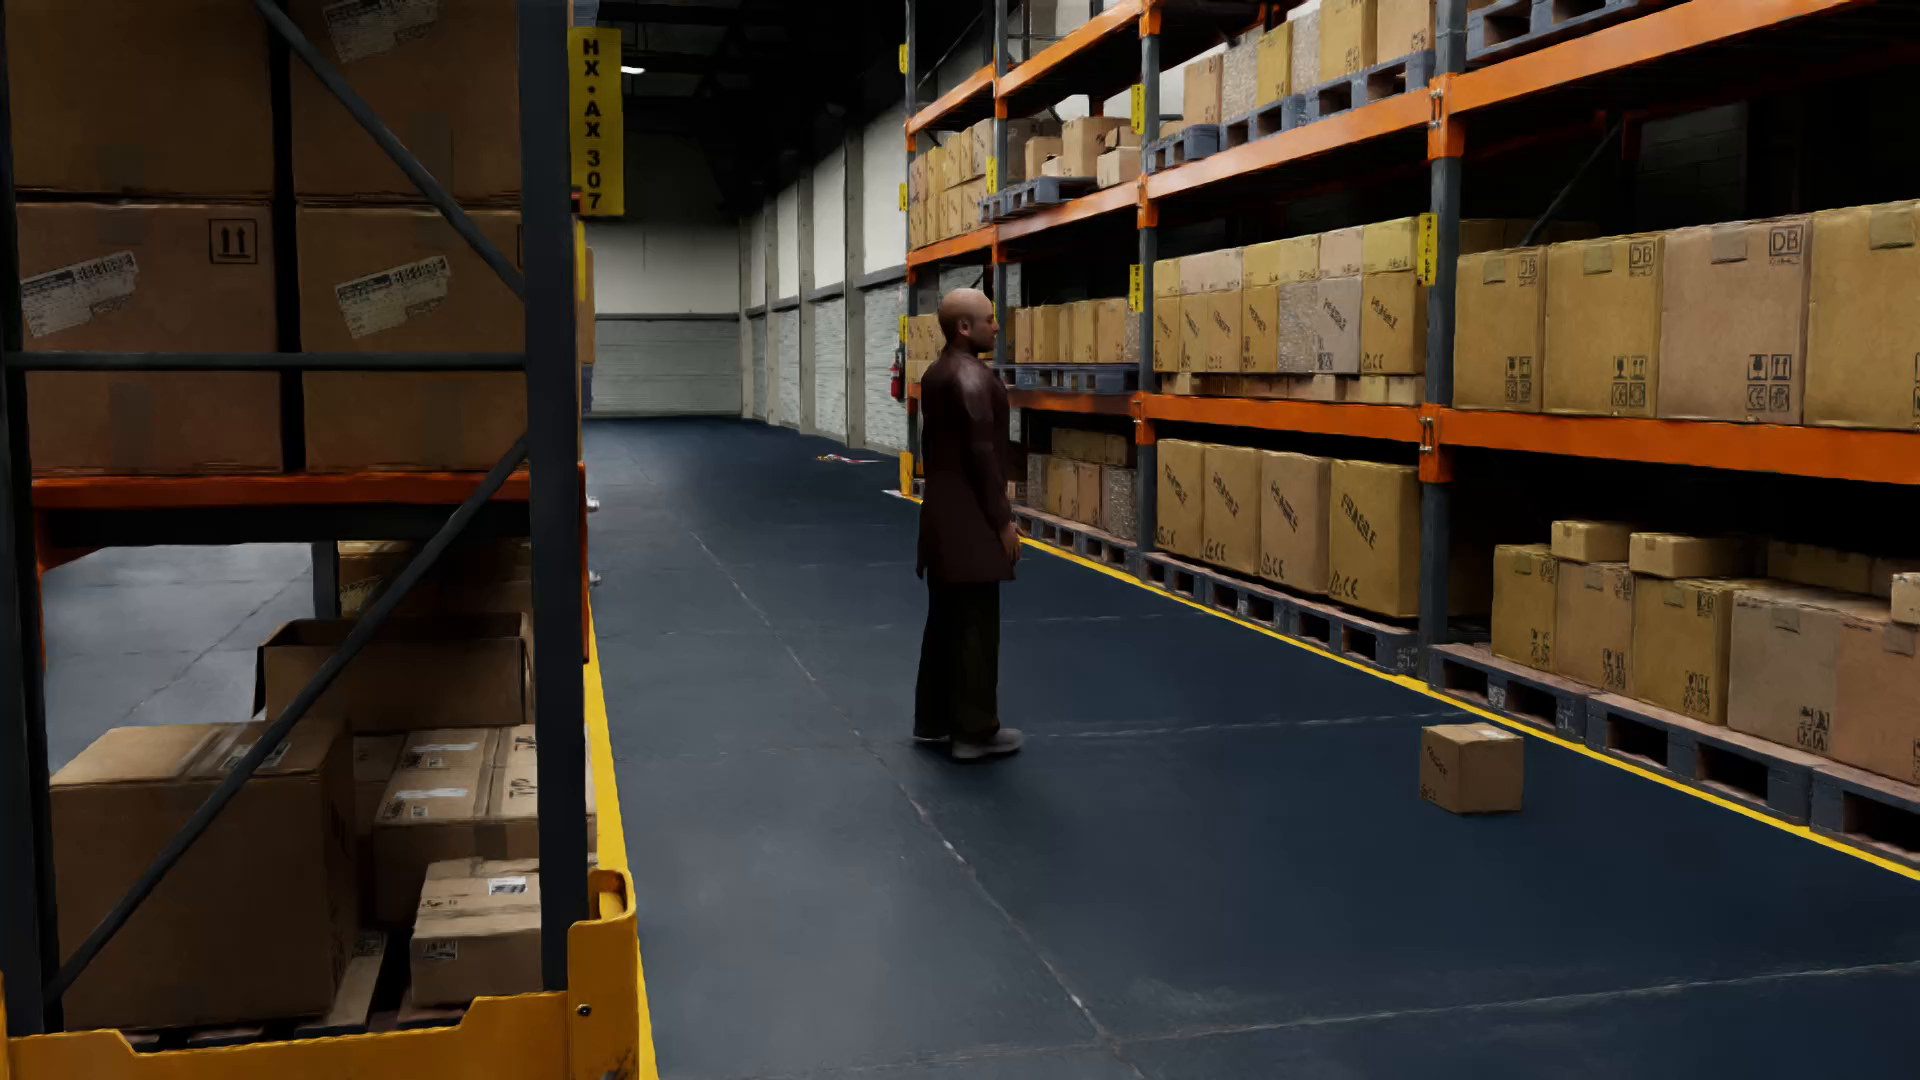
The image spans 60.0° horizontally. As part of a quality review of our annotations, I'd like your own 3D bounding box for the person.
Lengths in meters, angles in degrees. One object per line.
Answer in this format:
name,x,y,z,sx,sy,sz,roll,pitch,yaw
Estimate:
person,0.050,-0.051,6.404,0.403,1.738,0.593,-2,6,-15
